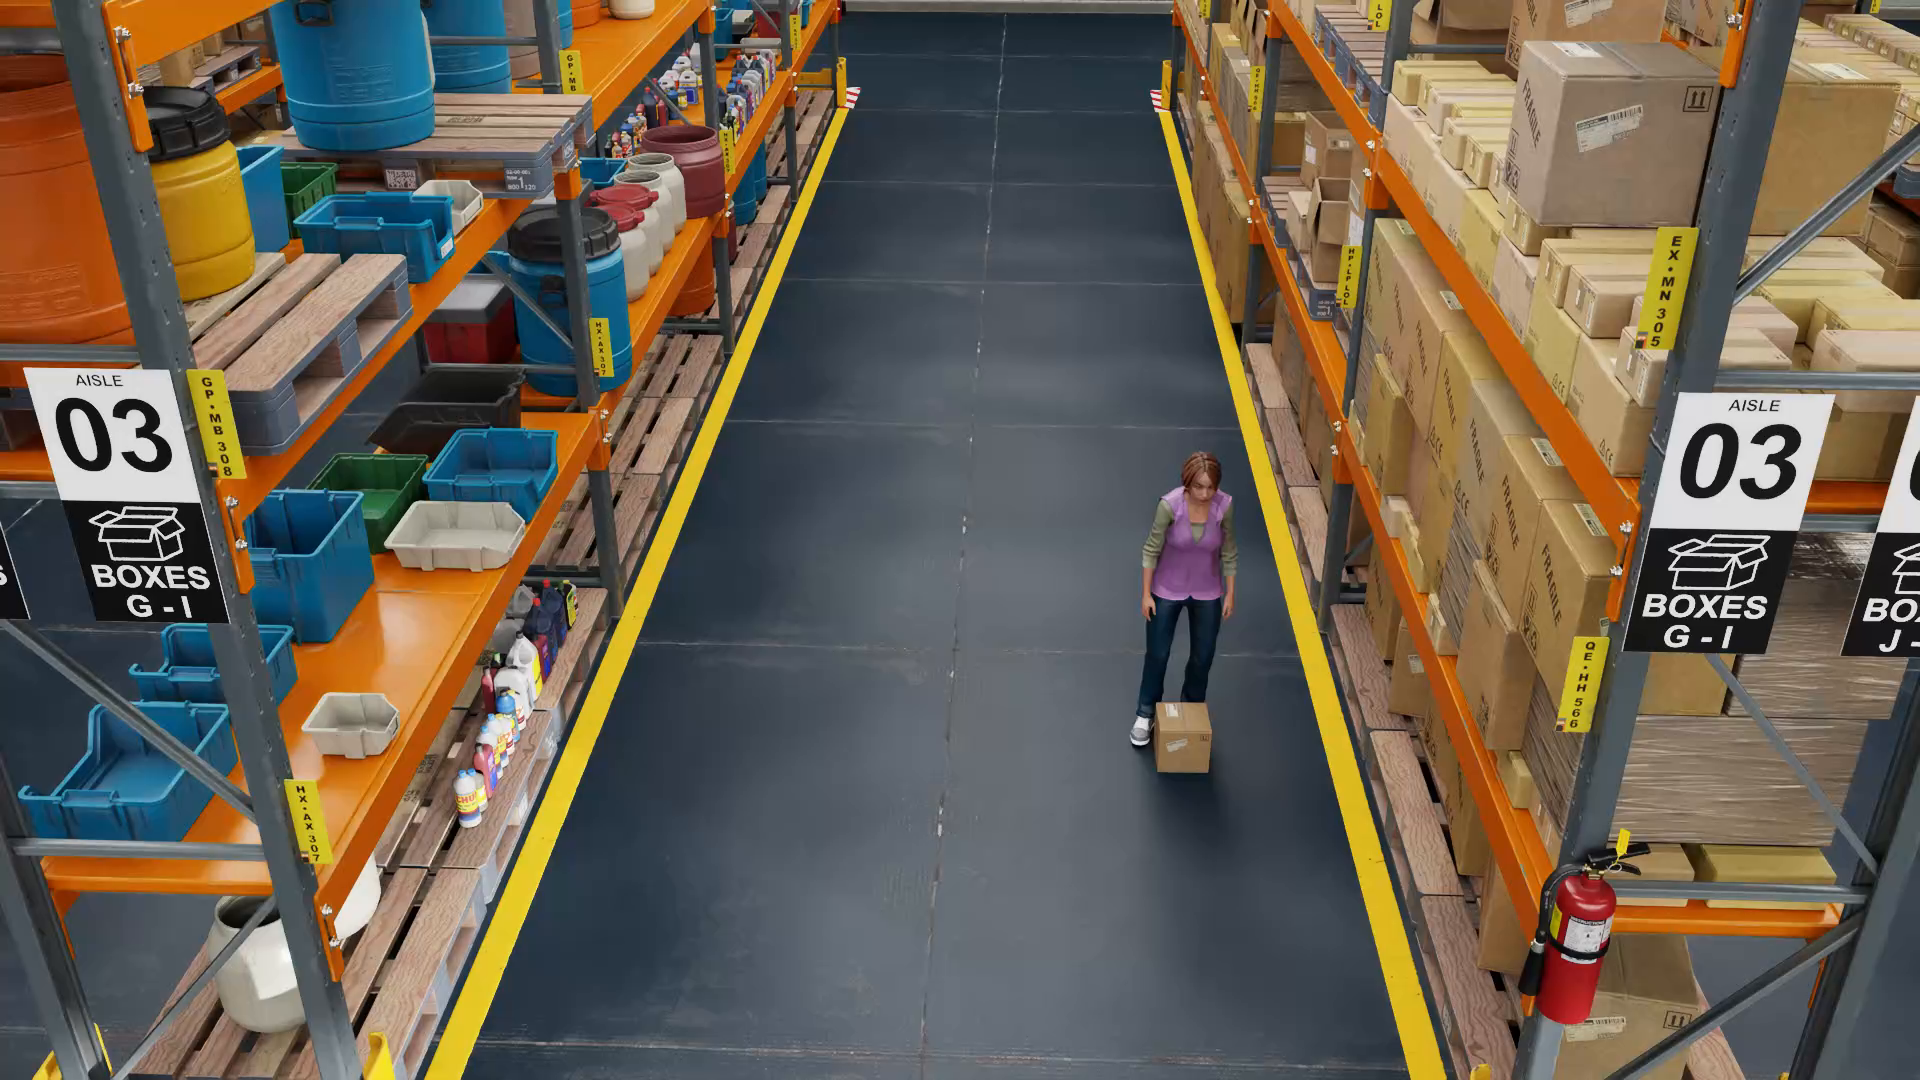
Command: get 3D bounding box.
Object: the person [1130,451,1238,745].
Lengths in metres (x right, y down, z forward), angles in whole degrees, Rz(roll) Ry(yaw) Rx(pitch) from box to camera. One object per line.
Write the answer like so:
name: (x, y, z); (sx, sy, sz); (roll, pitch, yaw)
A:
person: (1.104, 0.275, 8.123); (0.483, 1.594, 0.340); (0, 28, 0)
